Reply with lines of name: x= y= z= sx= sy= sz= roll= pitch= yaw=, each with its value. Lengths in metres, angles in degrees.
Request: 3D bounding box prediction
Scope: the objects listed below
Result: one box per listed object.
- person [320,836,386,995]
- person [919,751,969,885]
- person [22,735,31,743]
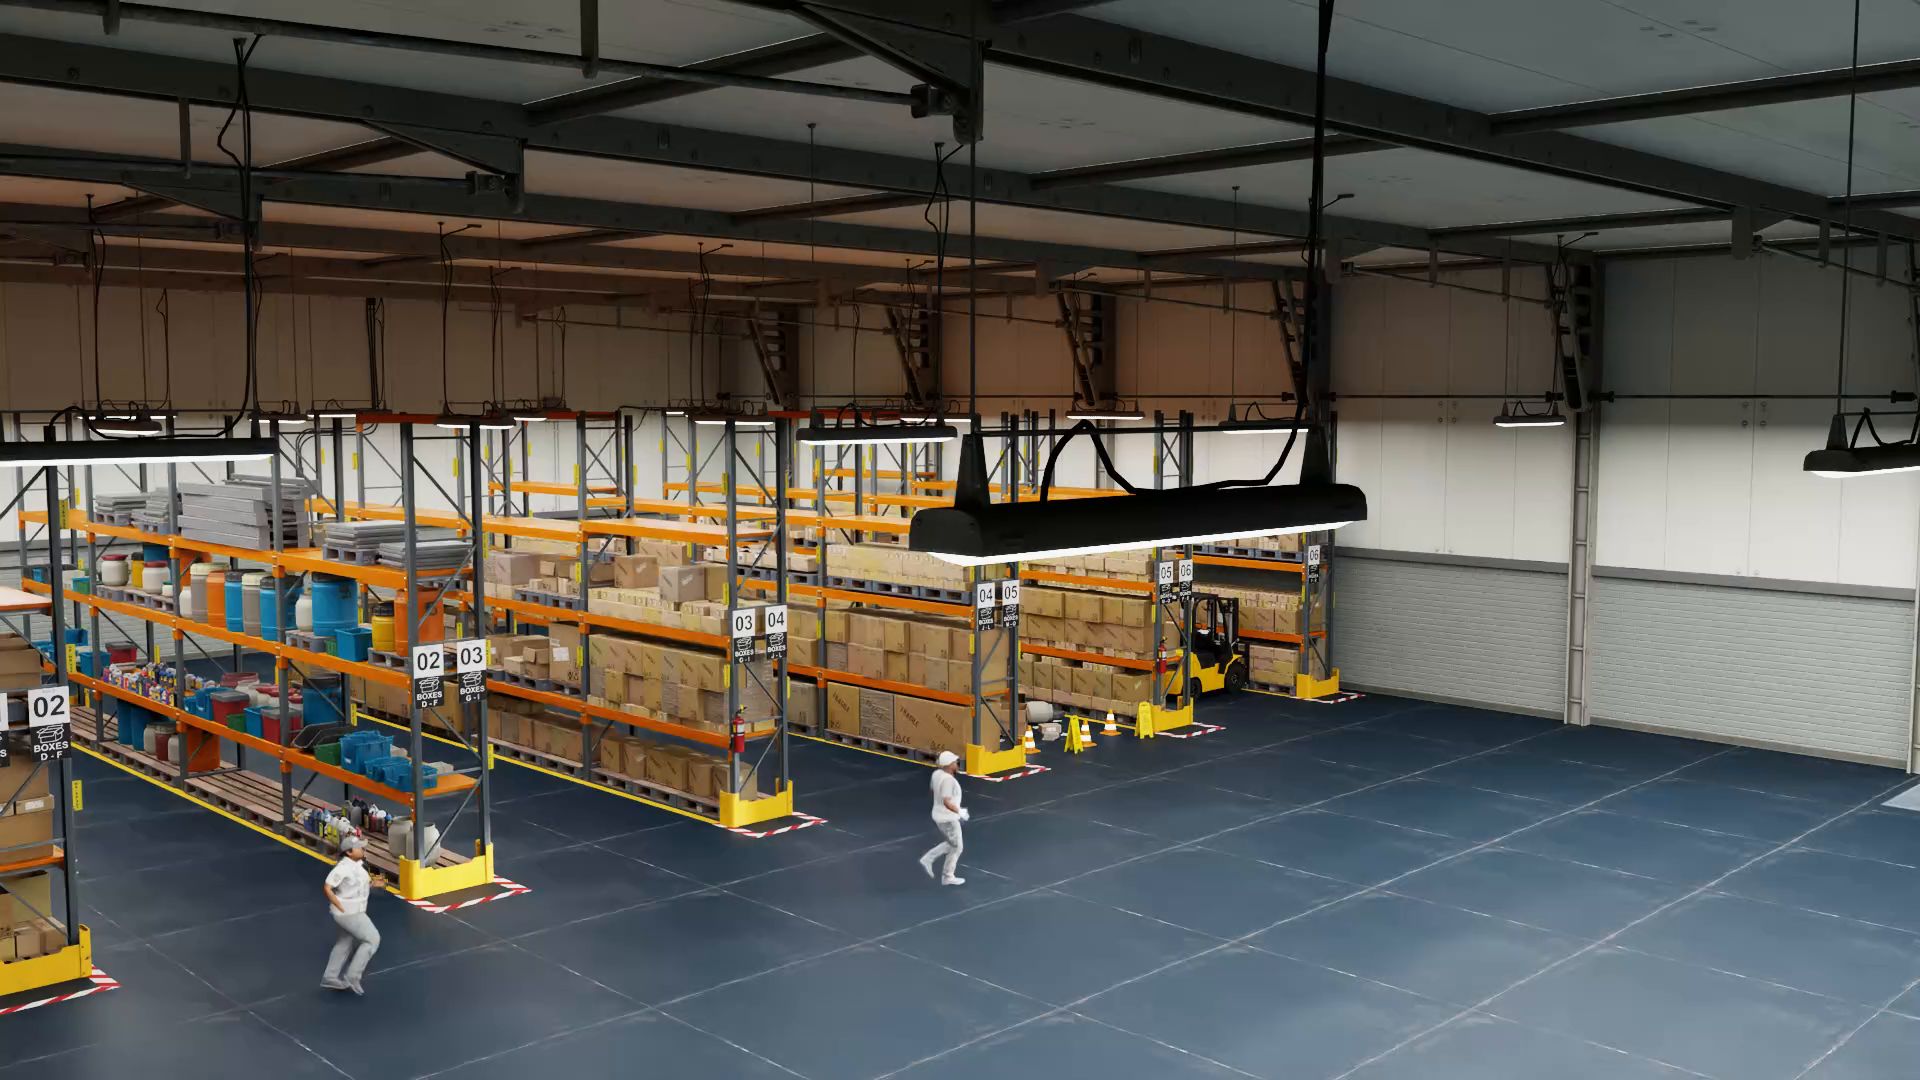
person: x=-6.461 y=3.986 z=17.701 sx=0.676 sy=1.696 sz=0.575 roll=-2 pitch=5 yaw=-17
person: x=-0.212 y=3.594 z=21.468 sx=0.596 sy=1.744 sz=0.703 roll=-1 pitch=5 yaw=-14
person: x=-14.450 y=3.298 z=25.939 sx=0.699 sy=1.533 sz=0.505 roll=3 pitch=6 yaw=31
